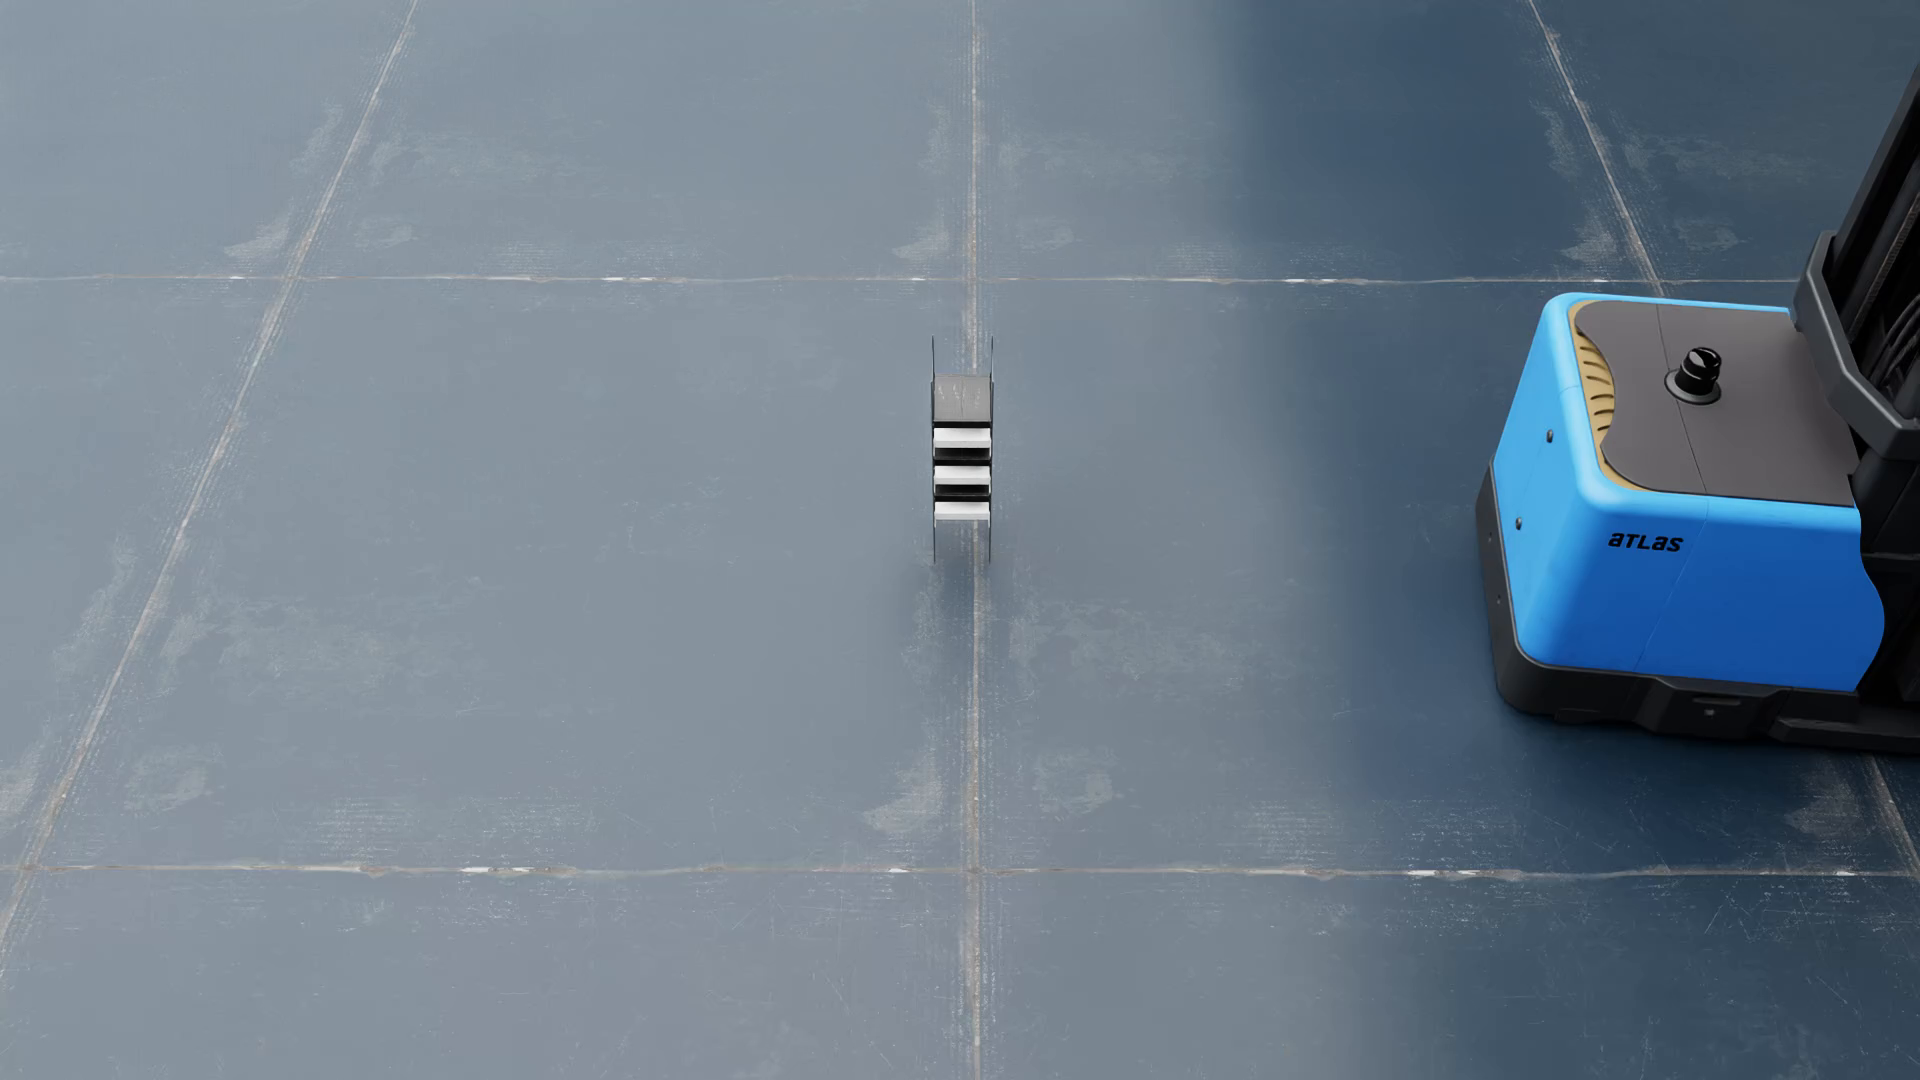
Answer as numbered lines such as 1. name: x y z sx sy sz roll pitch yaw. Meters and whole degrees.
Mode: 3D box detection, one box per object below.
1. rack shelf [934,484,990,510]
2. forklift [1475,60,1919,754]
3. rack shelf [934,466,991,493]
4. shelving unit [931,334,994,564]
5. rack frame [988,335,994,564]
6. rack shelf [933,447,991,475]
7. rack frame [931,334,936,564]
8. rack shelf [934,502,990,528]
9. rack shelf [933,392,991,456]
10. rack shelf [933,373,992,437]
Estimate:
1. rack shelf: 0.008 -0.223 6.011 0.200 0.077 0.258 0 47 0
2. forklift: 3.393 -0.629 4.833 3.031 2.935 1.130 5 47 5
3. rack shelf: 0.008 -0.284 5.945 0.200 0.077 0.258 0 47 0
4. shelving unit: 0.008 -0.307 5.921 0.210 0.900 0.258 0 47 0
5. rack frame: 0.110 -0.306 5.920 0.006 0.900 0.240 0 47 0
6. rack shelf: 0.008 -0.345 5.879 0.200 0.077 0.258 0 47 0
7. rack frame: -0.094 -0.307 5.921 0.006 0.900 0.240 0 47 0
8. rack shelf: 0.008 -0.161 6.077 0.200 0.077 0.258 0 47 0
9. rack shelf: 0.008 -0.406 5.813 0.200 0.077 0.258 0 47 0
10. rack shelf: 0.008 -0.468 5.747 0.200 0.077 0.258 0 47 0
